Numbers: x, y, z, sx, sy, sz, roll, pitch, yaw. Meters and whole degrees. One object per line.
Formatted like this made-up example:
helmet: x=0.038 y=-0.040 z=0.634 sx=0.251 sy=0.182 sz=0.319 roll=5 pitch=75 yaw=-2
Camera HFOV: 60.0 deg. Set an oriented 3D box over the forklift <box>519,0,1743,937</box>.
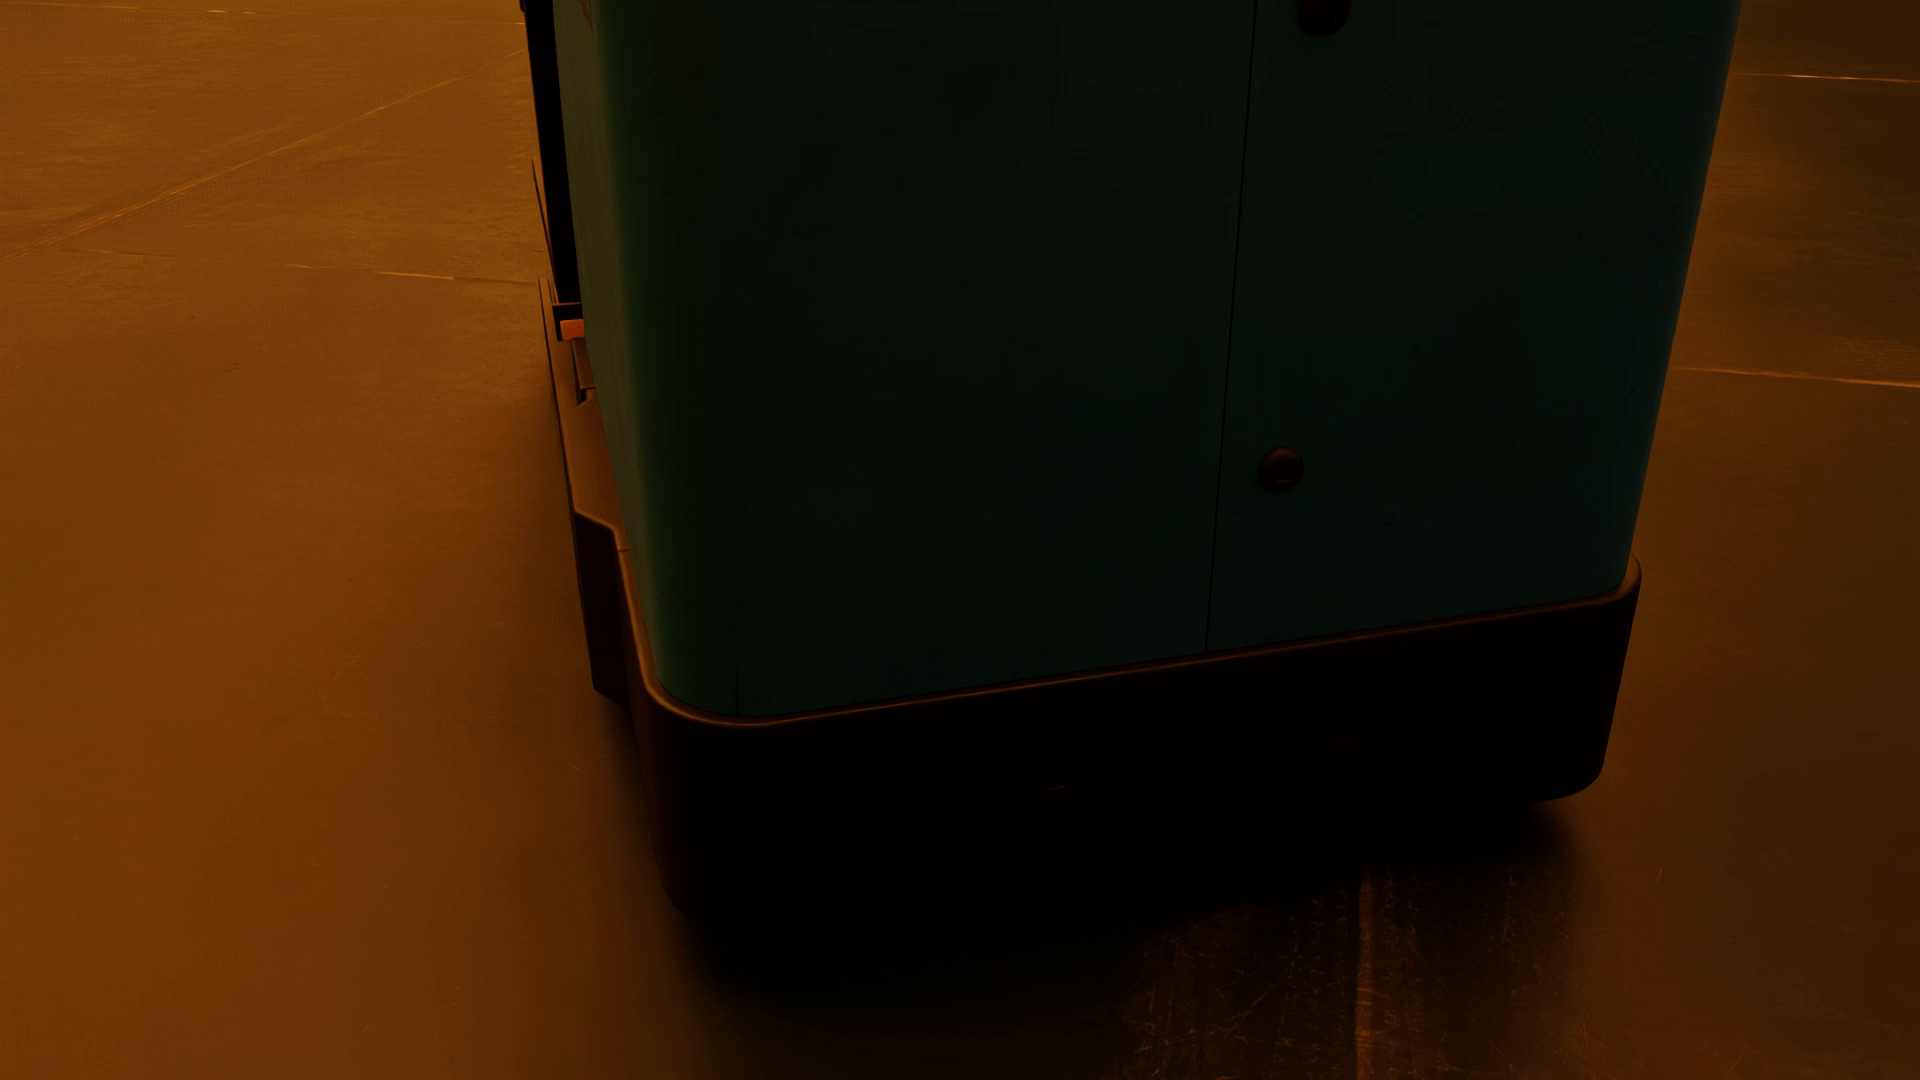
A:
forklift: x=-0.161 y=-1.574 z=2.366 sx=1.130 sy=2.935 sz=3.031 roll=-7 pitch=28 yaw=-14
